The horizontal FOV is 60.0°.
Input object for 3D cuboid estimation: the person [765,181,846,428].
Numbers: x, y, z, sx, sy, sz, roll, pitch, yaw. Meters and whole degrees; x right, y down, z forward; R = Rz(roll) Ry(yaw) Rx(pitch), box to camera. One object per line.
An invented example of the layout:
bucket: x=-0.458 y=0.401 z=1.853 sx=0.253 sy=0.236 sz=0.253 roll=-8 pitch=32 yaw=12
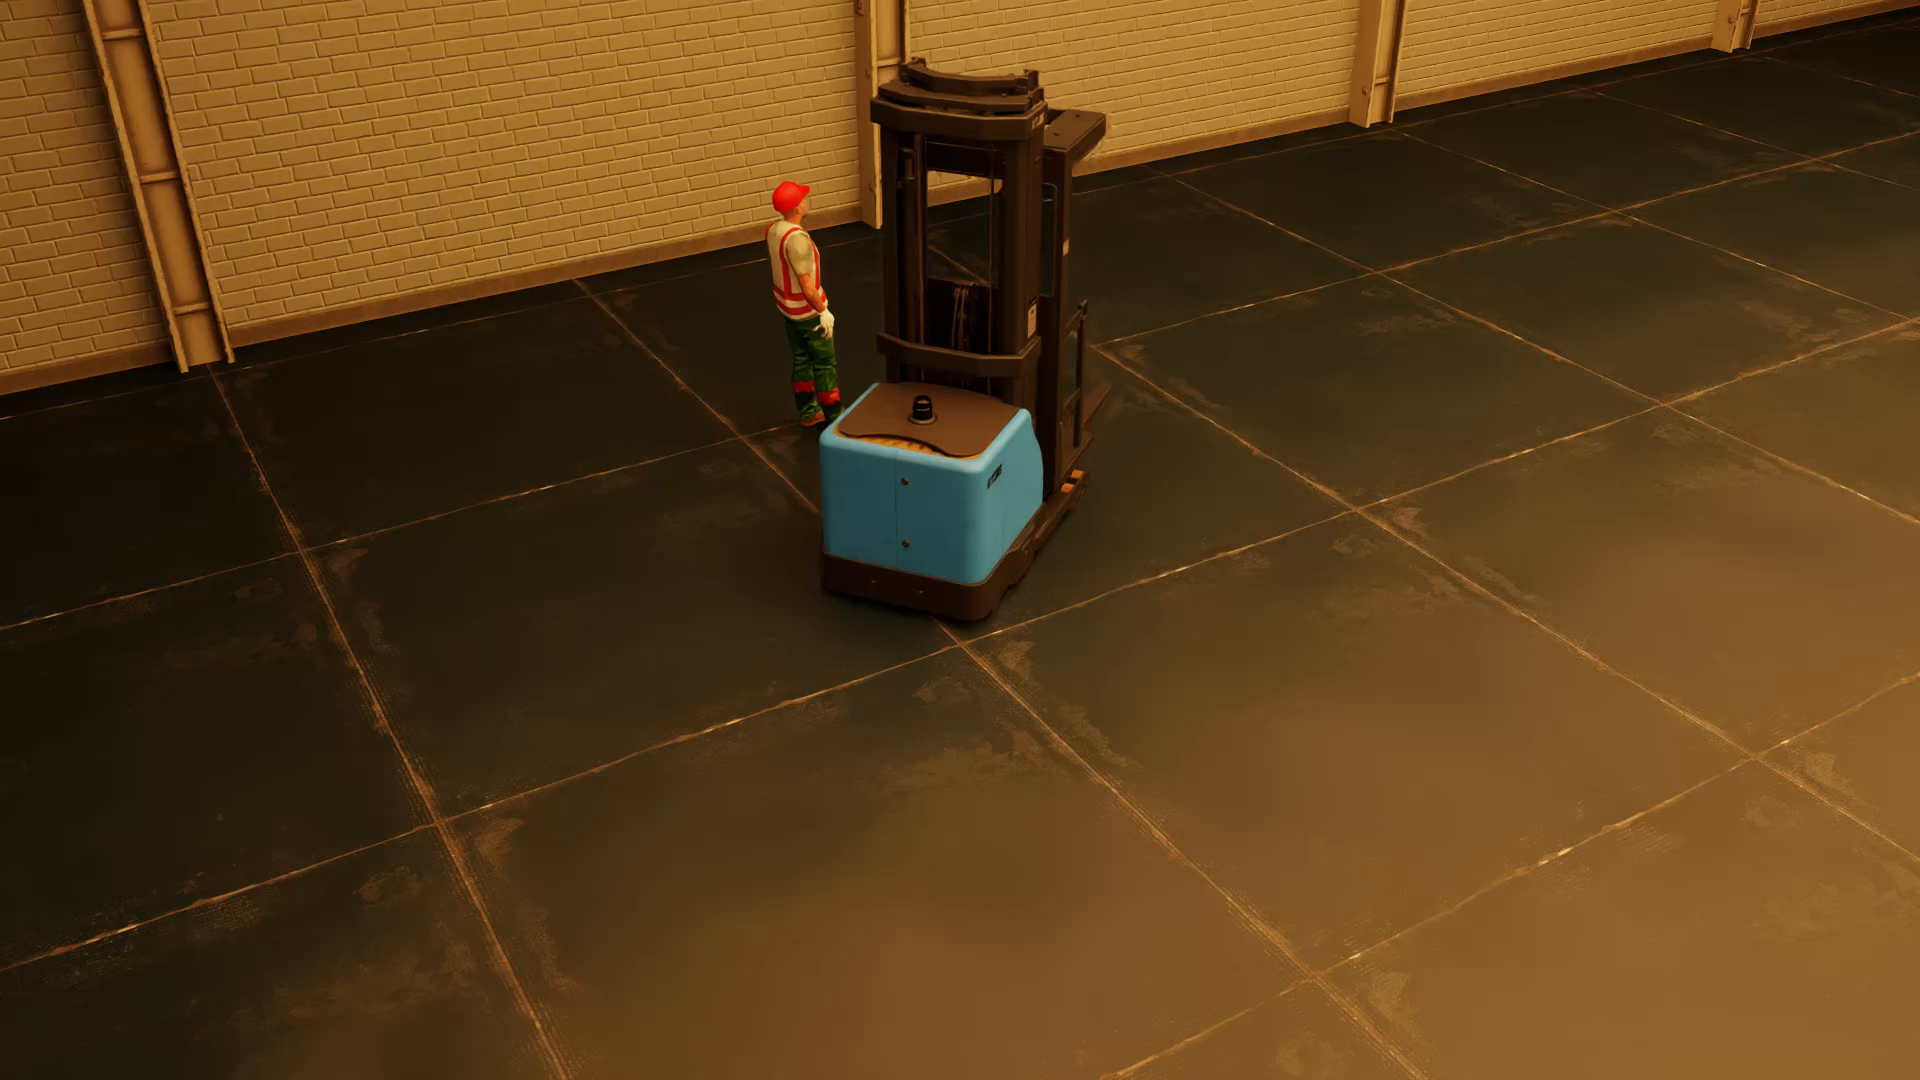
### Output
person: x=-1.000 y=-1.603 z=11.425 sx=0.556 sy=1.790 sz=0.641 roll=-16 pitch=35 yaw=-25

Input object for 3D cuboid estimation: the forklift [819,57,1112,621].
forklift: x=0.206 y=-1.536 z=10.211 sx=1.130 sy=2.935 sz=3.031 roll=12 pitch=33 yaw=19
